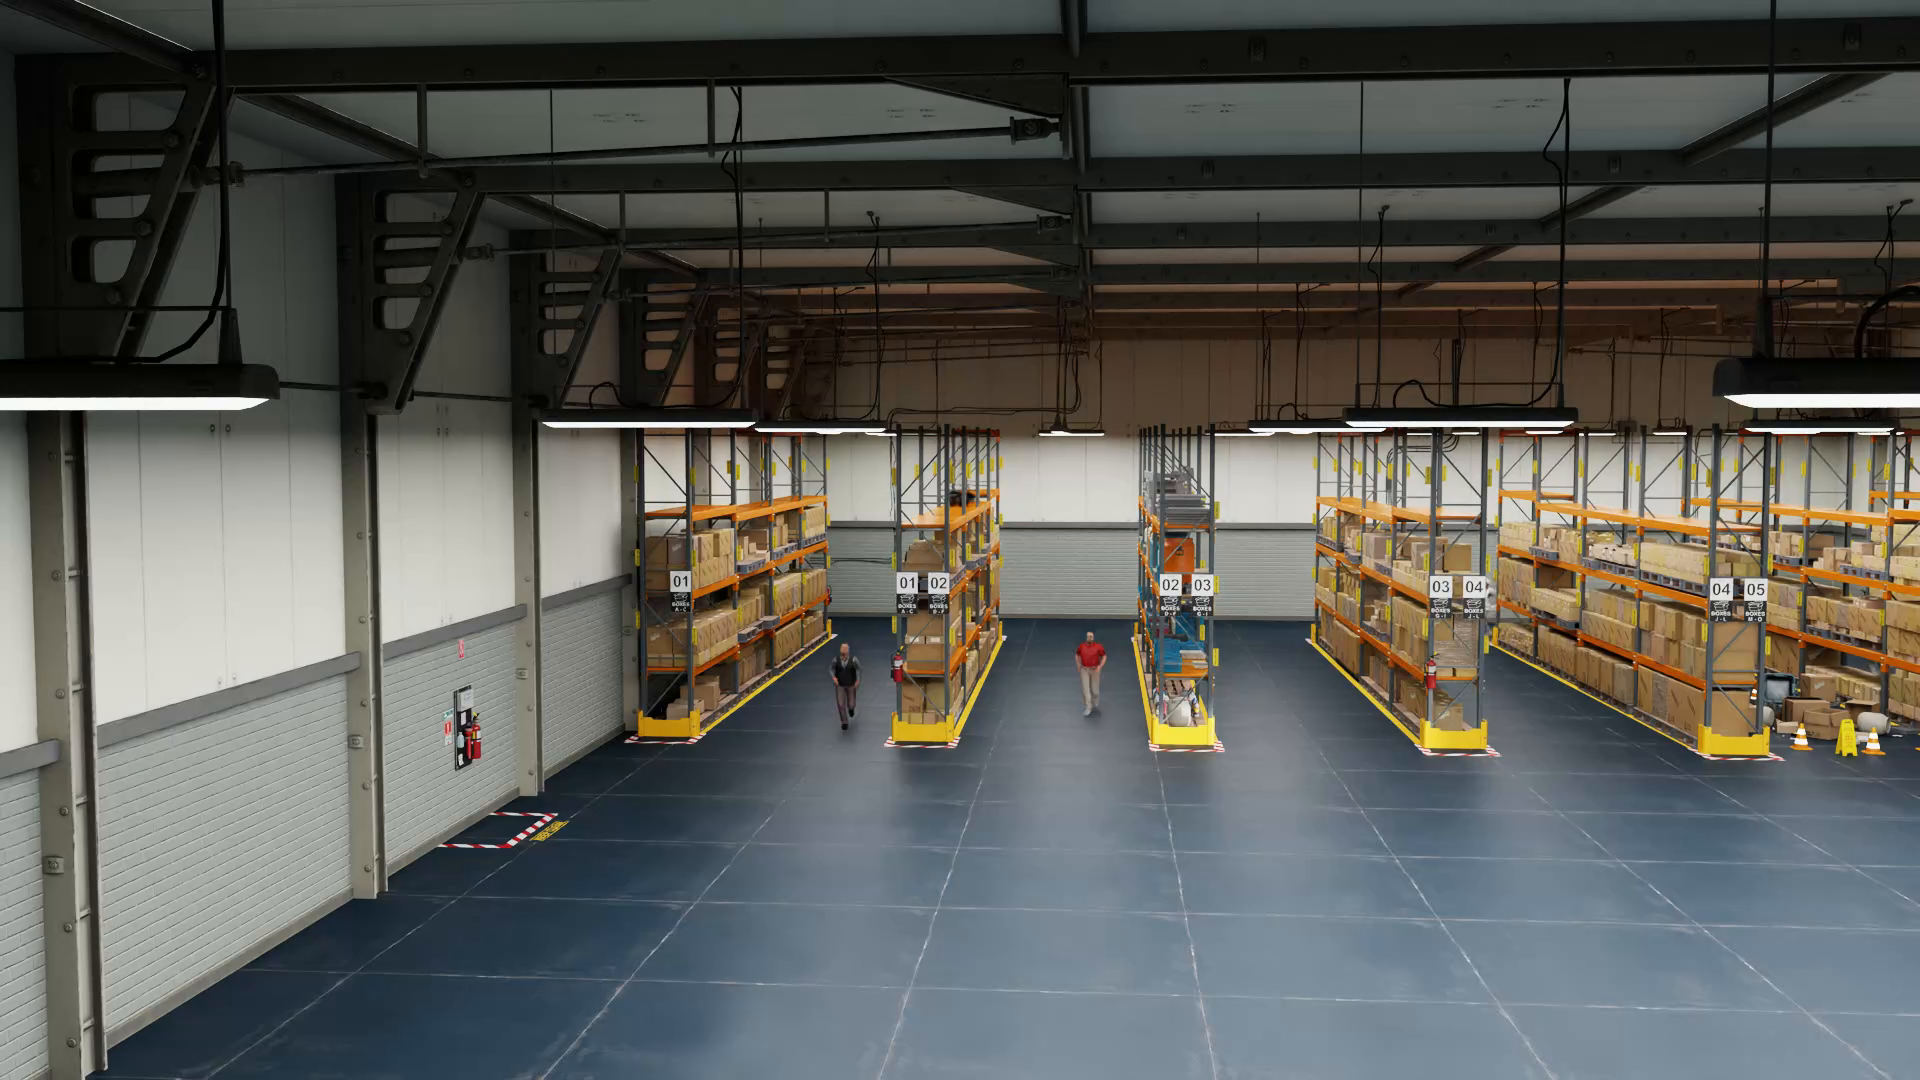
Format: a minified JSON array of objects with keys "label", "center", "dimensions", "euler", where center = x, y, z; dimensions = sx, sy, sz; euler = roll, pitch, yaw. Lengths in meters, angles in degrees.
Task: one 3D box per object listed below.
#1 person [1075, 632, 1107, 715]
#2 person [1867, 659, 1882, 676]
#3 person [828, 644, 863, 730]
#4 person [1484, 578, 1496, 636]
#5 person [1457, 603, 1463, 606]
[{"label":"person","center":[2.737,2.767,34.835],"dimensions":[0.679,1.717,0.795],"euler":[1,4,11]},{"label":"person","center":[21.127,2.560,38.257],"dimensions":[0.542,1.635,0.631],"euler":[0,3,6]},{"label":"person","center":[-2.274,2.891,32.958],"dimensions":[0.687,1.683,0.639],"euler":[0,3,-3]},{"label":"person","center":[14.814,1.970,47.078],"dimensions":[0.911,1.785,0.742],"euler":[-1,4,-19]},{"label":"person","center":[13.892,2.124,46.972],"dimensions":[0.476,1.526,0.634],"euler":[-2,4,-30]}]
